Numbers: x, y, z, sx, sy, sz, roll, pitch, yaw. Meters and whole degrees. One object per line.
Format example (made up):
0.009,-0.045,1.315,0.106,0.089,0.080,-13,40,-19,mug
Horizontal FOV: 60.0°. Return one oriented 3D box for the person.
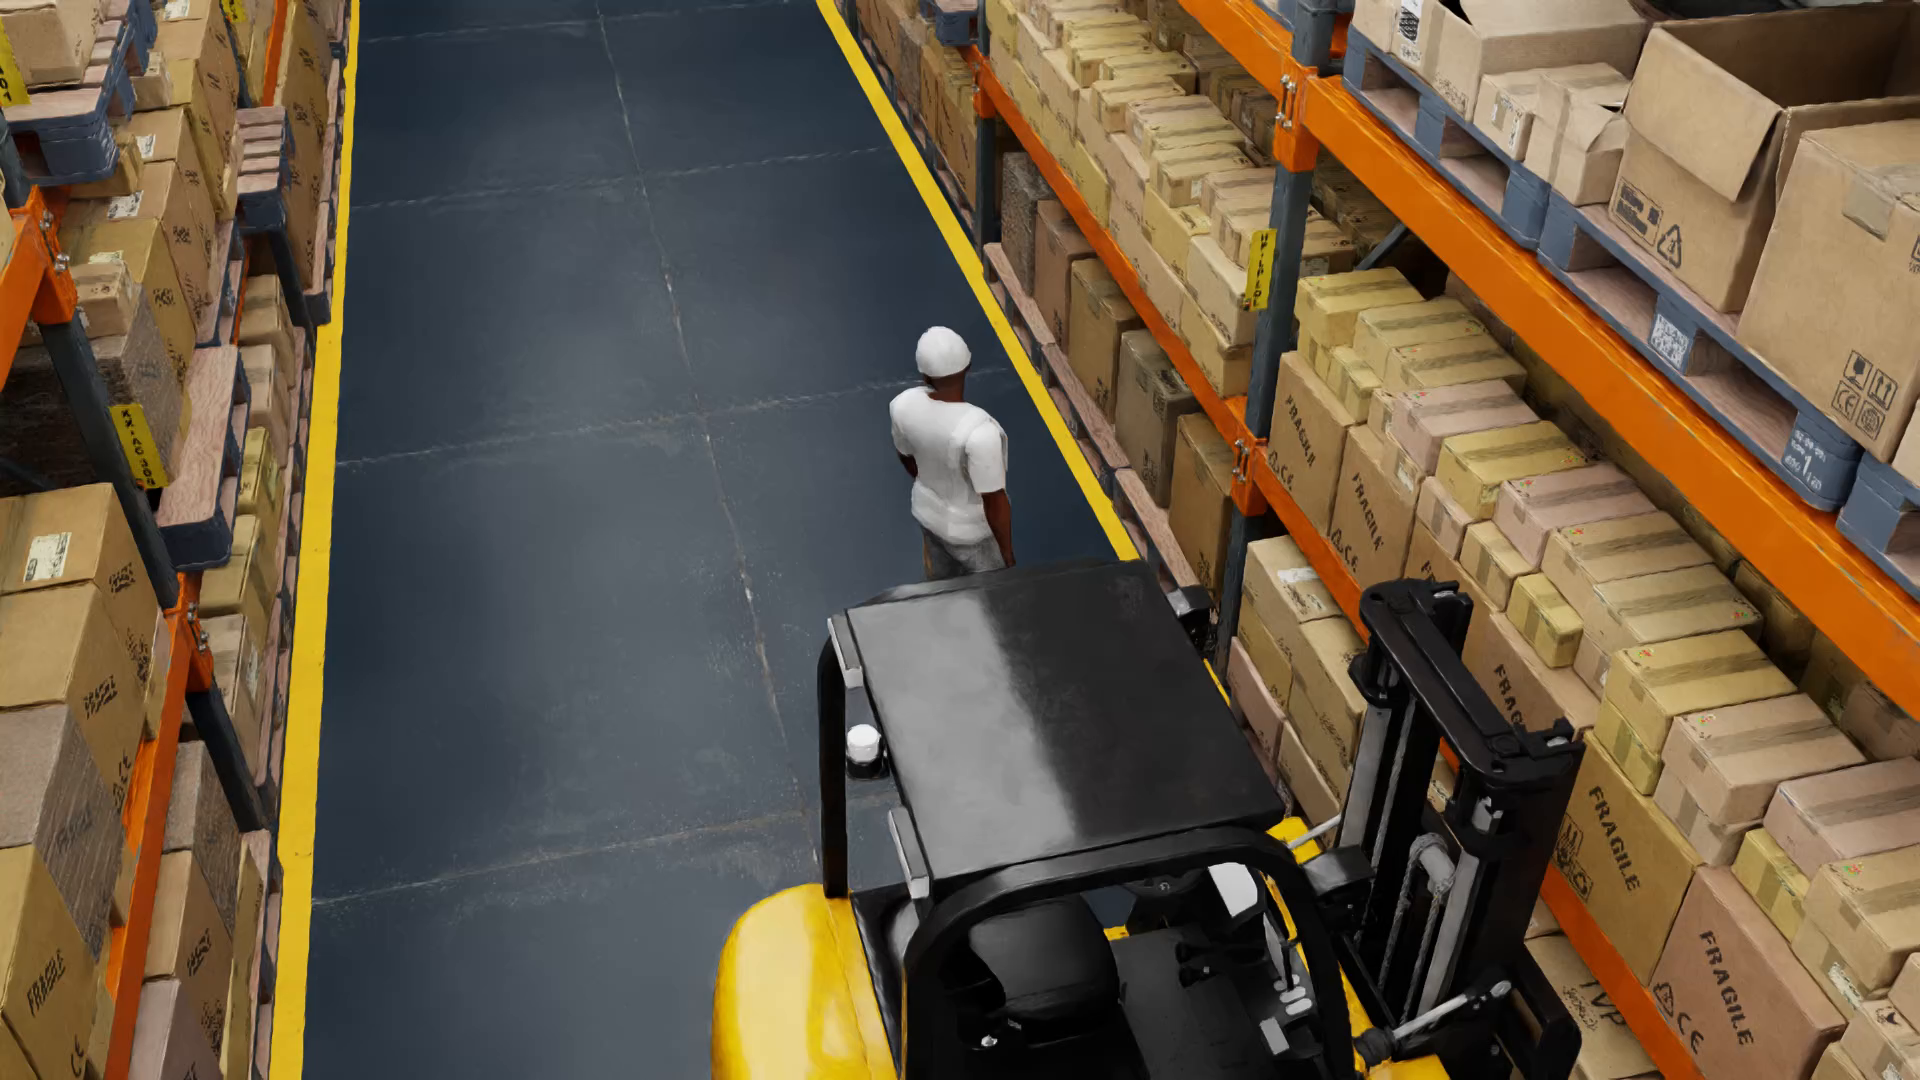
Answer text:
0.090,-0.090,6.808,0.545,1.771,0.685,-26,45,-29,person
